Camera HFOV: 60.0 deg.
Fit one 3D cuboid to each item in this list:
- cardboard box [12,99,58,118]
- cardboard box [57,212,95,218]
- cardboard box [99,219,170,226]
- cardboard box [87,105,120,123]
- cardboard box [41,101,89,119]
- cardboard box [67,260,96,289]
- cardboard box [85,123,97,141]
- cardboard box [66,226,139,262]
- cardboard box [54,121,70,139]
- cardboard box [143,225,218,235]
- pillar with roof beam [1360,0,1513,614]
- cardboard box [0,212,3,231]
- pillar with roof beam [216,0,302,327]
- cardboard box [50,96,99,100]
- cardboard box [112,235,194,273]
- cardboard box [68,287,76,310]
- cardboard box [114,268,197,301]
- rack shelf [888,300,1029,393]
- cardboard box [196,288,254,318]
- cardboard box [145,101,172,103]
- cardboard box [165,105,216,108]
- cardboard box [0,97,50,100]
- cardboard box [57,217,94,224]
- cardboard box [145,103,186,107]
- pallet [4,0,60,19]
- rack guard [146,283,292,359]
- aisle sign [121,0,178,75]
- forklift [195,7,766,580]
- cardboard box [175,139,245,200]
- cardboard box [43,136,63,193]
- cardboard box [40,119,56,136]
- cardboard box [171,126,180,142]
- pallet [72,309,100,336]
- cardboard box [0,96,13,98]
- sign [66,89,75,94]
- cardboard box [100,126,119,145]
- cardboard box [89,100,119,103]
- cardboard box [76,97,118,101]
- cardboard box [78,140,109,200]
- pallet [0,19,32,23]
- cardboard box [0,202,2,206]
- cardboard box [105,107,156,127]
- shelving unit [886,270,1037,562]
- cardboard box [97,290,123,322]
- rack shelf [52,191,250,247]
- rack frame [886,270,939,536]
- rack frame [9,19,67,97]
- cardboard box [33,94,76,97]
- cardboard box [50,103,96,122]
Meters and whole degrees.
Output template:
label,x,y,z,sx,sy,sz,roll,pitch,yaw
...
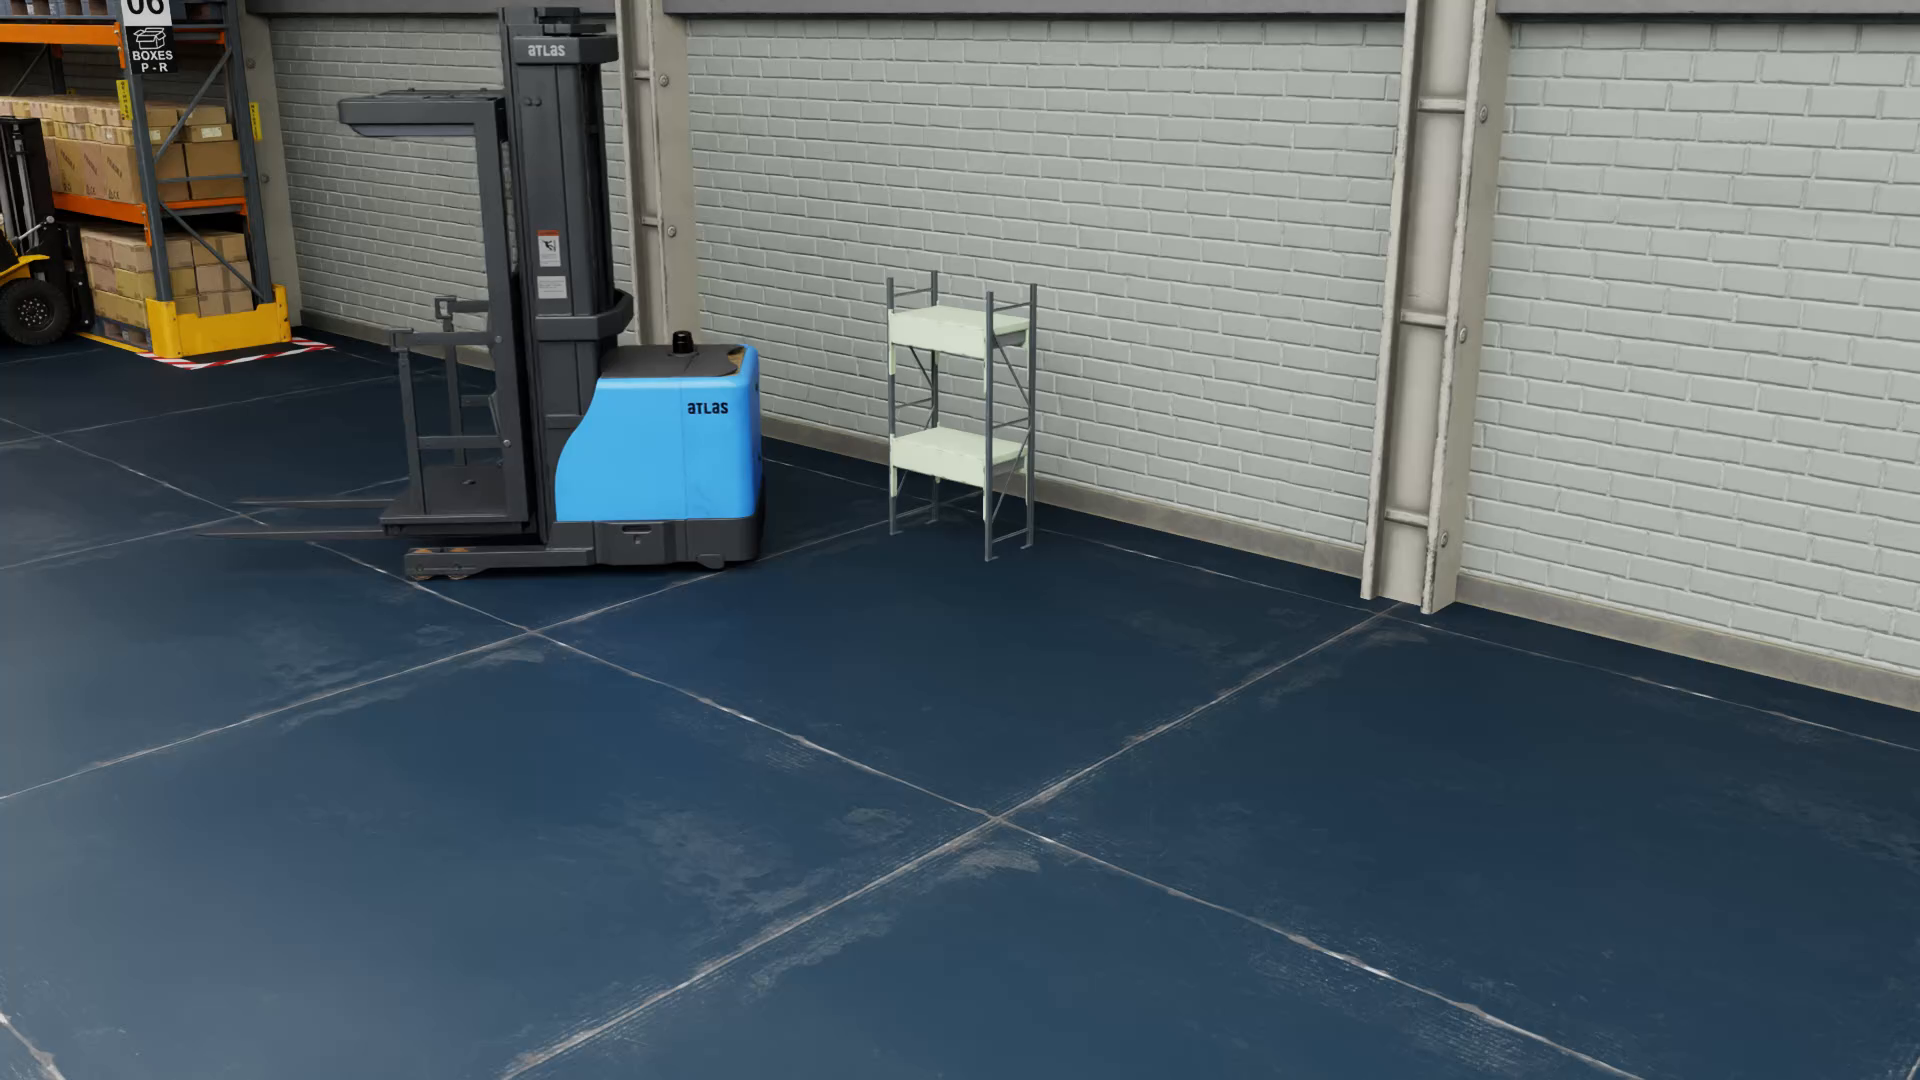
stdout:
label,x,y,z,sx,sy,sz,roll,pitch,yaw
cardboard box,-8.880,-4.160,16.031,0.250,0.149,0.380,15,23,38
cardboard box,-8.825,-3.207,16.957,0.500,0.250,0.500,15,23,38
cardboard box,-8.074,-3.004,16.315,0.500,0.250,0.500,14,23,38
cardboard box,-7.682,-3.870,15.117,0.250,0.149,0.380,15,23,40
cardboard box,-8.455,-4.075,15.764,0.250,0.149,0.380,15,23,39
cardboard box,-8.058,-2.548,15.707,0.500,0.250,0.500,14,23,38
cardboard box,-7.706,-3.717,15.128,0.250,0.149,0.380,15,23,39
cardboard box,-8.040,-2.780,15.610,0.500,0.250,0.500,15,23,40
cardboard box,-8.140,-3.806,15.409,0.250,0.149,0.380,15,23,40
cardboard box,-7.329,-2.796,15.662,0.500,0.250,0.500,15,23,39
pillar with roof beam,-0.523,-3.011,4.223,0.400,9.000,9.100,15,23,39
cardboard box,-9.557,-3.192,16.911,0.500,0.250,0.500,15,23,38
pillar with roof beam,-9.499,-5.420,11.815,0.400,9.000,9.100,15,23,39
cardboard box,-8.904,-4.387,16.748,0.250,0.149,0.380,15,23,39
cardboard box,-7.270,-2.579,14.979,0.500,0.250,0.500,16,24,41
cardboard box,-8.417,-2.407,16.090,0.500,0.250,0.500,16,24,41
cardboard box,-7.290,-2.346,15.070,0.500,0.250,0.500,15,23,39
rack shelf,0.005,-1.085,9.263,0.720,0.370,0.431,15,23,39
cardboard box,-6.956,-2.224,15.511,0.500,0.250,0.500,15,23,39
cardboard box,-7.728,-4.091,15.814,0.250,0.149,0.380,14,23,38
cardboard box,-6.985,-3.873,15.128,0.250,0.149,0.380,16,24,41
cardboard box,-9.217,-4.281,16.412,0.250,0.149,0.380,14,23,38
cardboard box,-8.801,-2.990,16.273,0.500,0.250,0.500,16,24,41
cardboard box,-7.384,-3.969,15.429,0.250,0.149,0.380,15,23,40
pallet,-8.147,-4.972,15.506,1.213,0.211,1.003,15,23,39
rack guard,-6.701,-1.995,15.072,0.348,0.500,1.175,15,23,39
aisle sign,-6.865,-4.351,14.064,0.004,0.787,0.394,15,23,39
forklift,-2.642,-1.345,9.006,3.031,2.935,1.130,-1,18,-4
cardboard box,-6.905,-3.401,15.205,0.500,0.500,0.500,16,24,41
cardboard box,-8.410,-3.586,15.787,0.500,0.500,0.500,15,23,40
cardboard box,-8.503,-3.913,15.744,0.250,0.149,0.380,14,23,38
cardboard box,-7.027,-3.710,15.106,0.250,0.149,0.380,15,23,39
pallet,-8.227,-2.251,16.356,1.213,0.211,1.003,15,23,39
cardboard box,-9.669,-4.362,16.668,0.250,0.149,0.380,16,23,40
sign,-9.343,-4.571,17.493,0.005,0.325,0.100,15,23,39
cardboard box,-7.375,-3.599,14.755,0.250,0.149,0.380,16,23,40
cardboard box,-8.166,-4.175,16.079,0.250,0.149,0.380,16,24,41
cardboard box,-8.495,-4.295,16.456,0.250,0.149,0.380,15,23,38
cardboard box,-7.643,-3.385,15.153,0.500,0.500,0.500,16,24,41
pallet,-10.379,-5.507,17.363,1.217,0.209,0.805,14,22,37
cardboard box,-11.247,-3.473,18.828,0.625,0.625,0.875,14,22,37
cardboard box,-7.332,-3.757,14.761,0.250,0.149,0.380,15,23,39
shelving unit,0.005,-0.714,9.381,0.755,1.500,0.431,15,23,39
cardboard box,-7.645,-2.206,15.454,0.500,0.250,0.500,15,23,39
rack shelf,-8.215,-3.250,16.083,4.000,0.370,1.077,15,23,39
rack frame,-0.269,-0.787,9.612,0.023,1.500,0.400,15,23,39
rack frame,-9.710,-3.994,17.239,0.127,3.000,1.000,15,23,39
cardboard box,-9.271,-4.497,17.094,0.250,0.149,0.380,15,23,39
cardboard box,-8.148,-3.948,15.363,0.250,0.149,0.380,16,23,40
